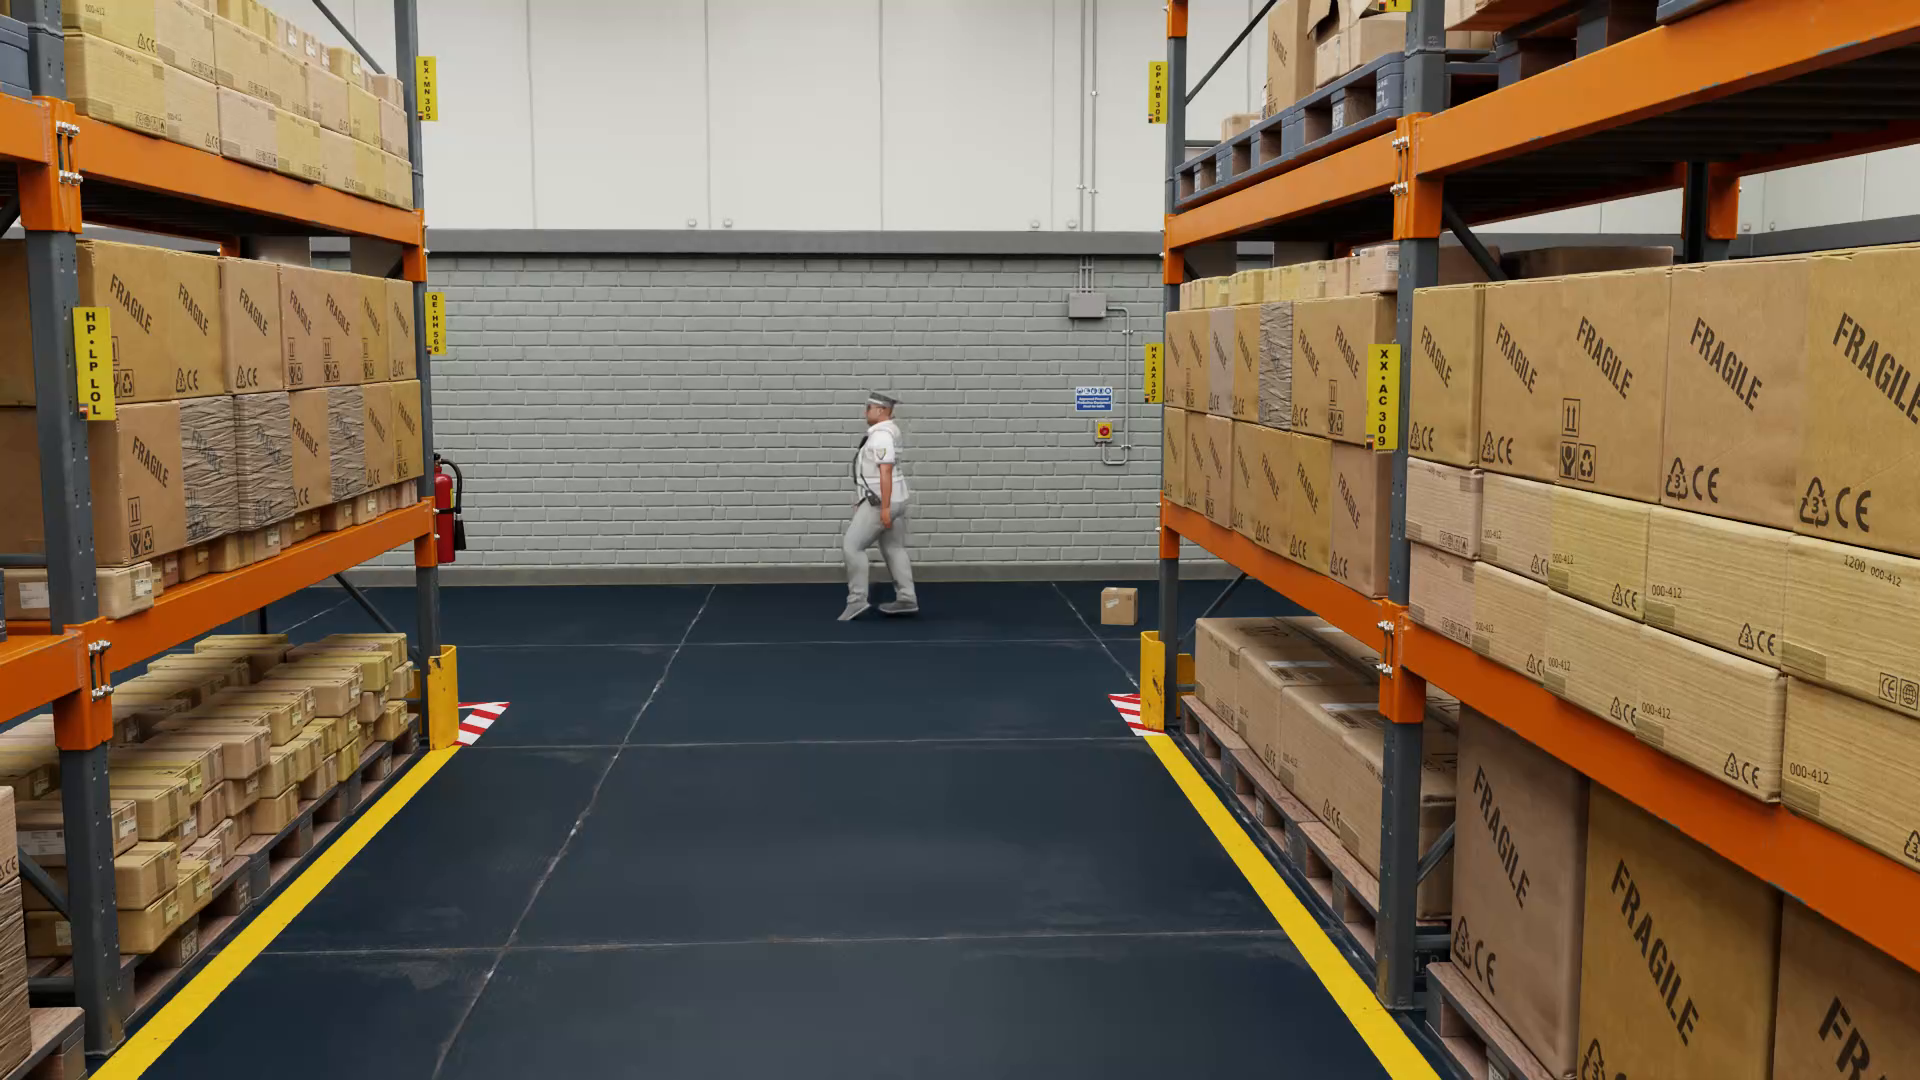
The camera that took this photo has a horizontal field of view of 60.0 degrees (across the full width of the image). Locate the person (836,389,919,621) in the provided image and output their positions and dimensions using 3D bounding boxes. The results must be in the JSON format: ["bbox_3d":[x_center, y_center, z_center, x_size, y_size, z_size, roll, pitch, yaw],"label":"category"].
[{"bbox_3d":[-0.641,-0.252,12.922,0.628,1.841,0.548,1,7,12],"label":"person"}]
